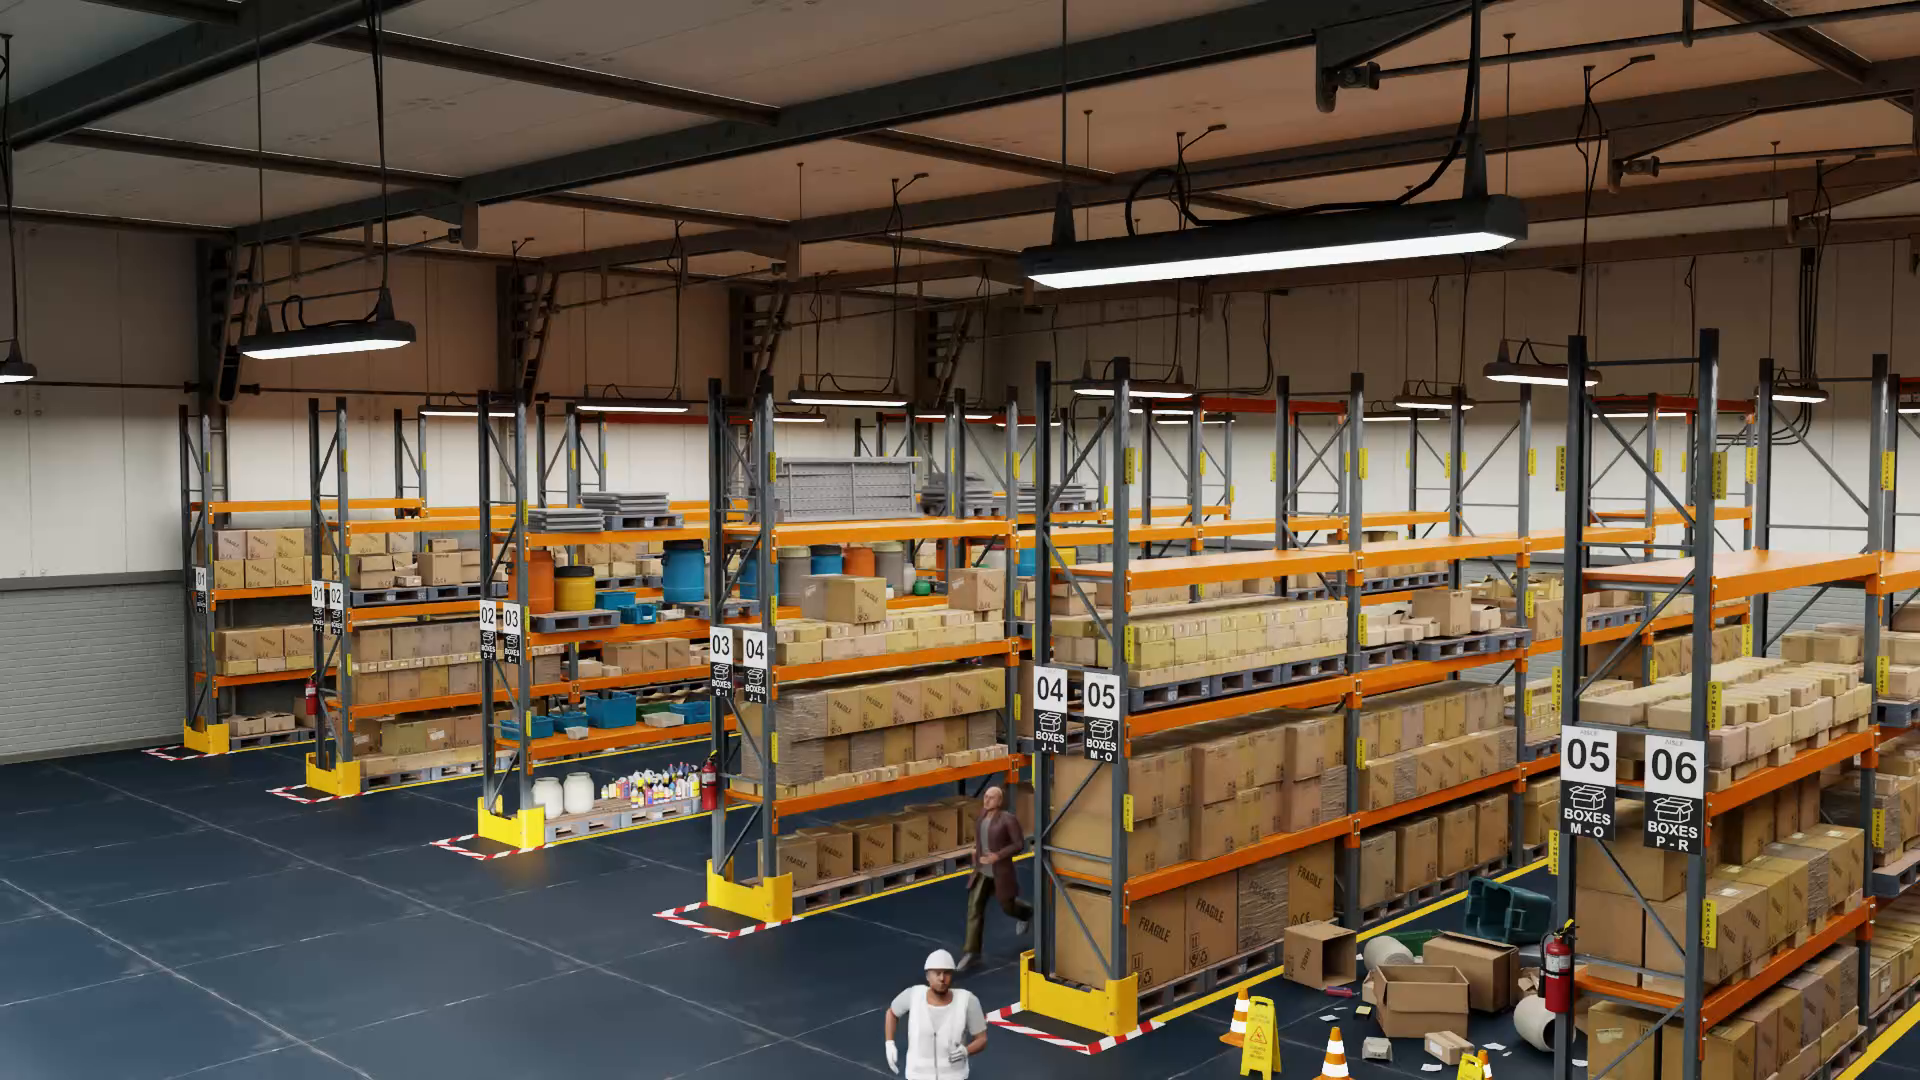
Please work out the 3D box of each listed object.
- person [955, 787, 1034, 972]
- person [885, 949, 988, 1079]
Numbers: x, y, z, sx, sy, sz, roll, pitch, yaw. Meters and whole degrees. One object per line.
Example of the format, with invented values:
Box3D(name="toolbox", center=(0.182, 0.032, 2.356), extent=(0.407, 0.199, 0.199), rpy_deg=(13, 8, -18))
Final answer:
Box3D(name="person", center=(0.387, 3.432, 16.945), extent=(0.673, 1.717, 1.221), rpy_deg=(2, 4, 33))
Box3D(name="person", center=(-0.158, 3.673, 11.268), extent=(0.698, 1.791, 0.947), rpy_deg=(0, 3, -2))
